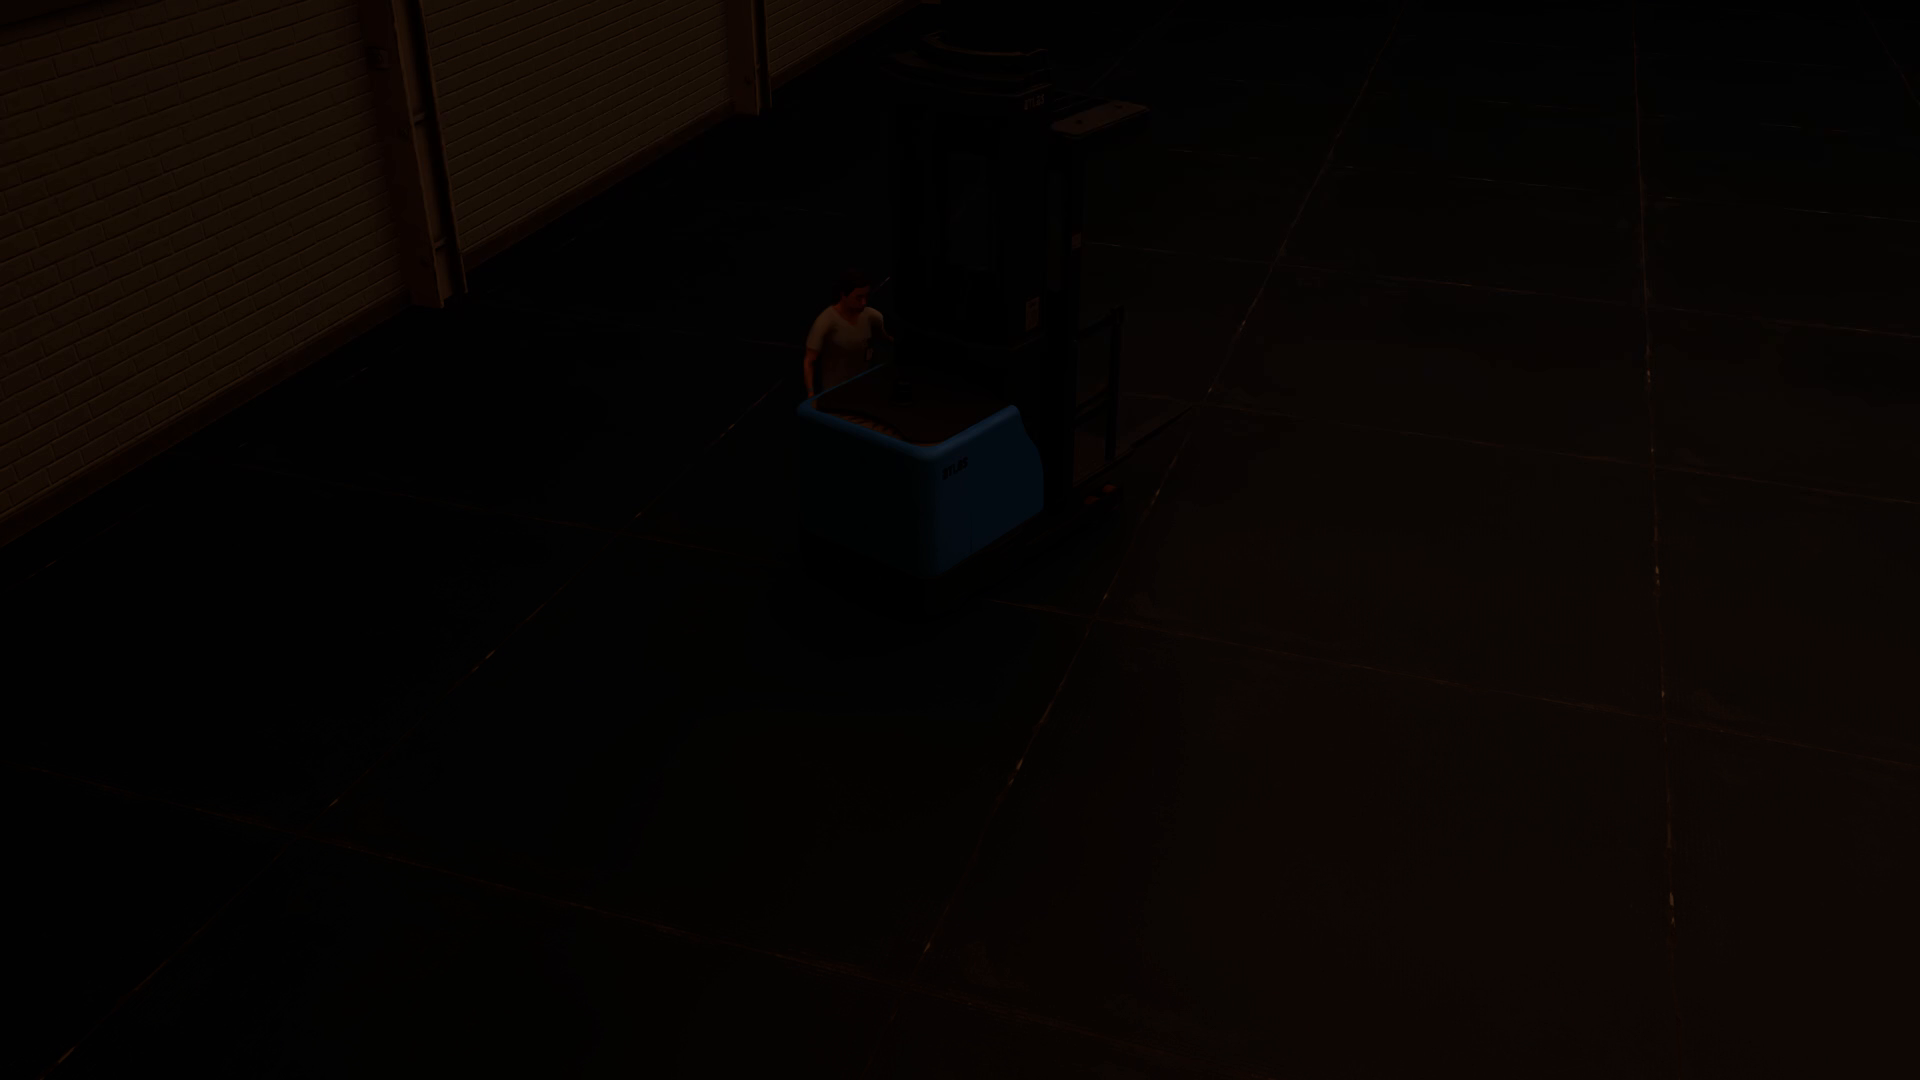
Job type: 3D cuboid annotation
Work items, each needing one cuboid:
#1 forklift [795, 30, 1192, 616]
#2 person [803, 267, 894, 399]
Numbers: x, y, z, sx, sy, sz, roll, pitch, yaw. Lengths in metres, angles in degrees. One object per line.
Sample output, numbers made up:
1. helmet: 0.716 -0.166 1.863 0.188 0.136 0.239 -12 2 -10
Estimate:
1. forklift: 0.372 -1.516 9.796 1.130 2.935 3.031 21 36 33
2. person: -0.627 -0.933 10.226 0.870 1.552 0.702 -19 35 -30
